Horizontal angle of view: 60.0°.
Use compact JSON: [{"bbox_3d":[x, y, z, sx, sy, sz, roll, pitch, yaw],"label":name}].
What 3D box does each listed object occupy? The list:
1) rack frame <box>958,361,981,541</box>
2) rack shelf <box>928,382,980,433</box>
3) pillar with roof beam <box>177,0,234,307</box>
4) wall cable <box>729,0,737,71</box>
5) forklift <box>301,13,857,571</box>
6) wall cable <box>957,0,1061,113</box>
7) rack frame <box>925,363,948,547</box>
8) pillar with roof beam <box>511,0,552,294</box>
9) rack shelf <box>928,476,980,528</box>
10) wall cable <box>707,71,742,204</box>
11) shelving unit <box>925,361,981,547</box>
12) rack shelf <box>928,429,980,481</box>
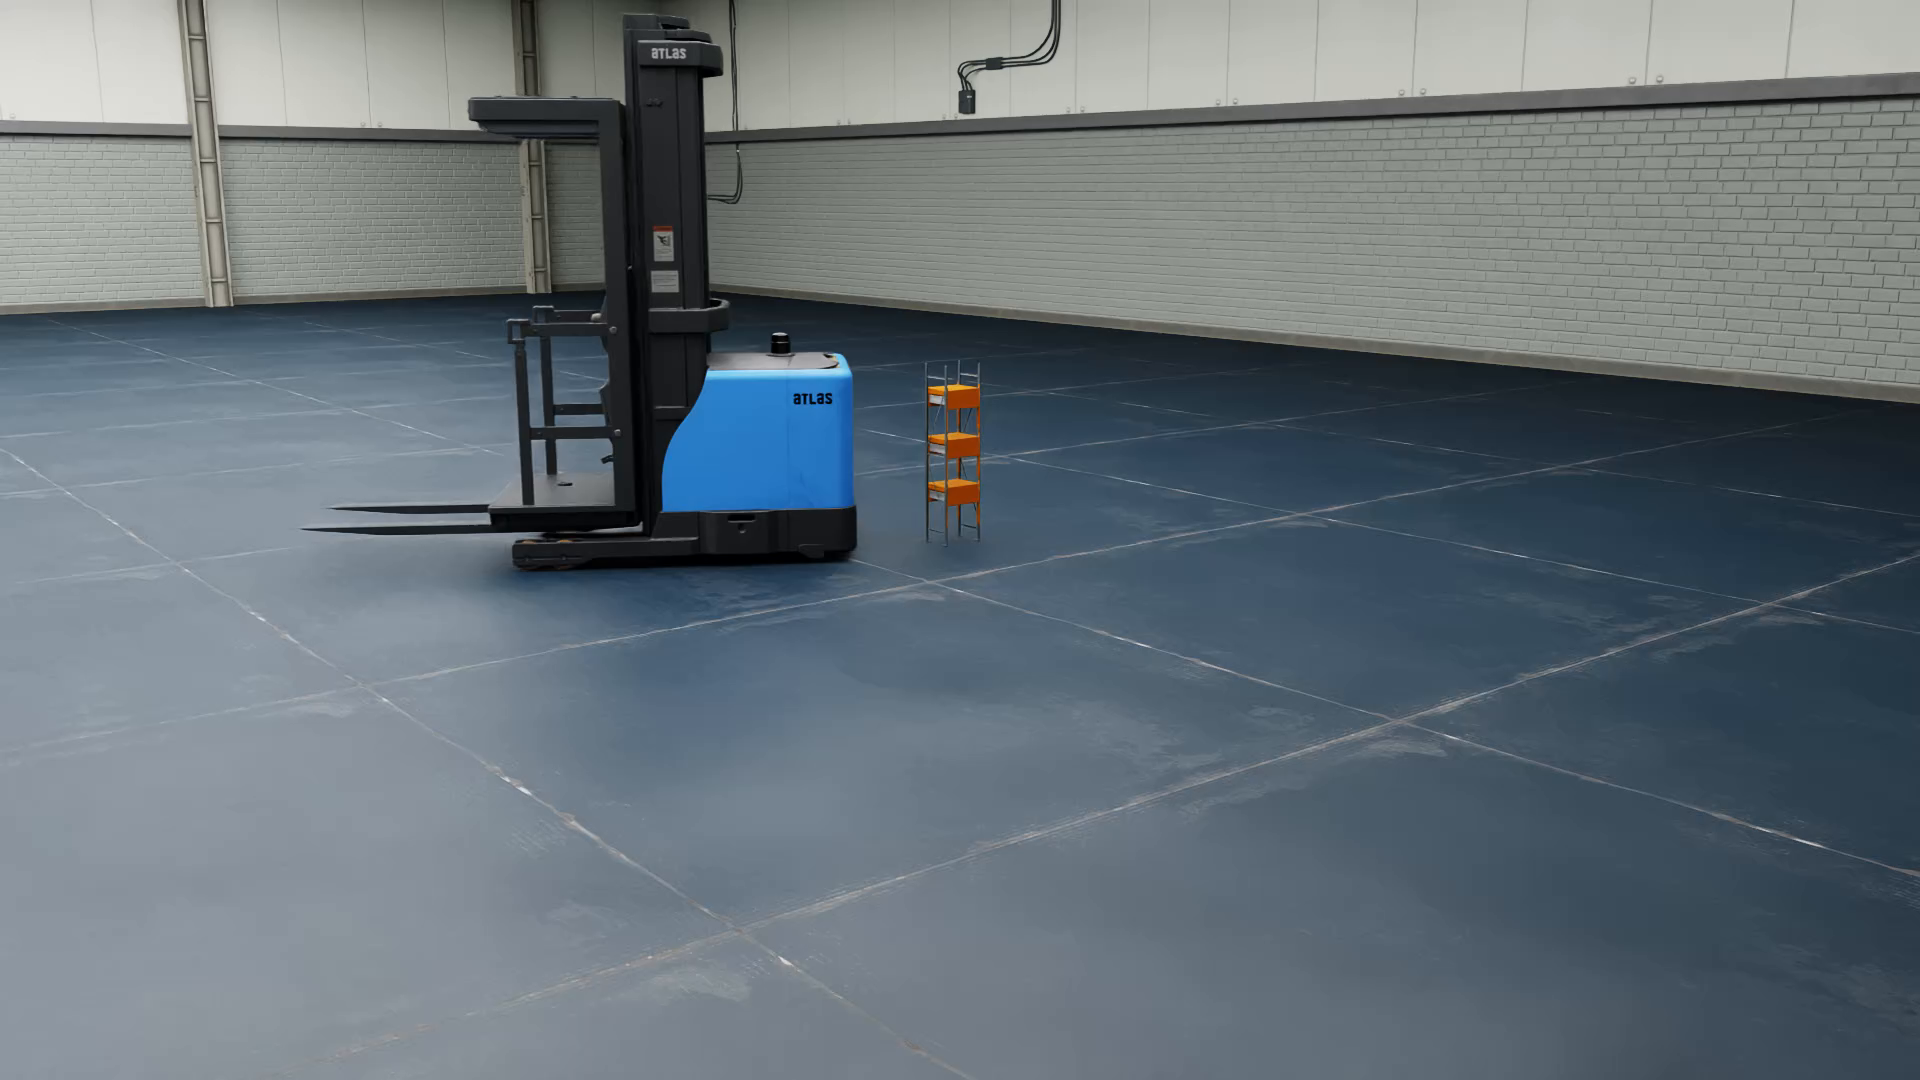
[{"bbox_3d":[0.053,-0.522,9.792,0.008,1.050,0.200,-9,15,-38],"label":"rack frame"},{"bbox_3d":[-0.042,-0.774,9.660,0.240,0.259,0.215,-9,15,-38],"label":"rack shelf"},{"bbox_3d":[-10.320,-7.814,24.994,0.400,9.000,9.100,-9,15,-38],"label":"pillar with roof beam"},{"bbox_3d":[-3.507,-9.972,30.471,0.112,2.526,3.097,-9,15,-38],"label":"wall cable"},{"bbox_3d":[-2.132,-1.380,9.303,3.031,2.935,1.130,-1,12,-6],"label":"forklift"},{"bbox_3d":[0.721,-9.580,25.125,0.169,6.003,2.305,-9,15,-38],"label":"wall cable"},{"bbox_3d":[-0.137,-0.491,9.643,0.008,1.050,0.200,-9,15,-38],"label":"rack frame"},{"bbox_3d":[-5.635,-8.593,28.661,0.400,9.000,9.100,-9,15,-38],"label":"pillar with roof beam"},{"bbox_3d":[-0.042,-0.224,9.777,0.240,0.259,0.215,-9,15,-38],"label":"rack shelf"},{"bbox_3d":[-5.197,-7.940,33.062,0.112,2.526,3.097,-9,15,-38],"label":"wall cable"},{"bbox_3d":[-0.042,-0.507,9.717,0.252,1.050,0.215,-9,15,-38],"label":"shelving unit"},{"bbox_3d":[-0.042,-0.496,9.719,0.240,0.259,0.215,-9,15,-38],"label":"rack shelf"}]
